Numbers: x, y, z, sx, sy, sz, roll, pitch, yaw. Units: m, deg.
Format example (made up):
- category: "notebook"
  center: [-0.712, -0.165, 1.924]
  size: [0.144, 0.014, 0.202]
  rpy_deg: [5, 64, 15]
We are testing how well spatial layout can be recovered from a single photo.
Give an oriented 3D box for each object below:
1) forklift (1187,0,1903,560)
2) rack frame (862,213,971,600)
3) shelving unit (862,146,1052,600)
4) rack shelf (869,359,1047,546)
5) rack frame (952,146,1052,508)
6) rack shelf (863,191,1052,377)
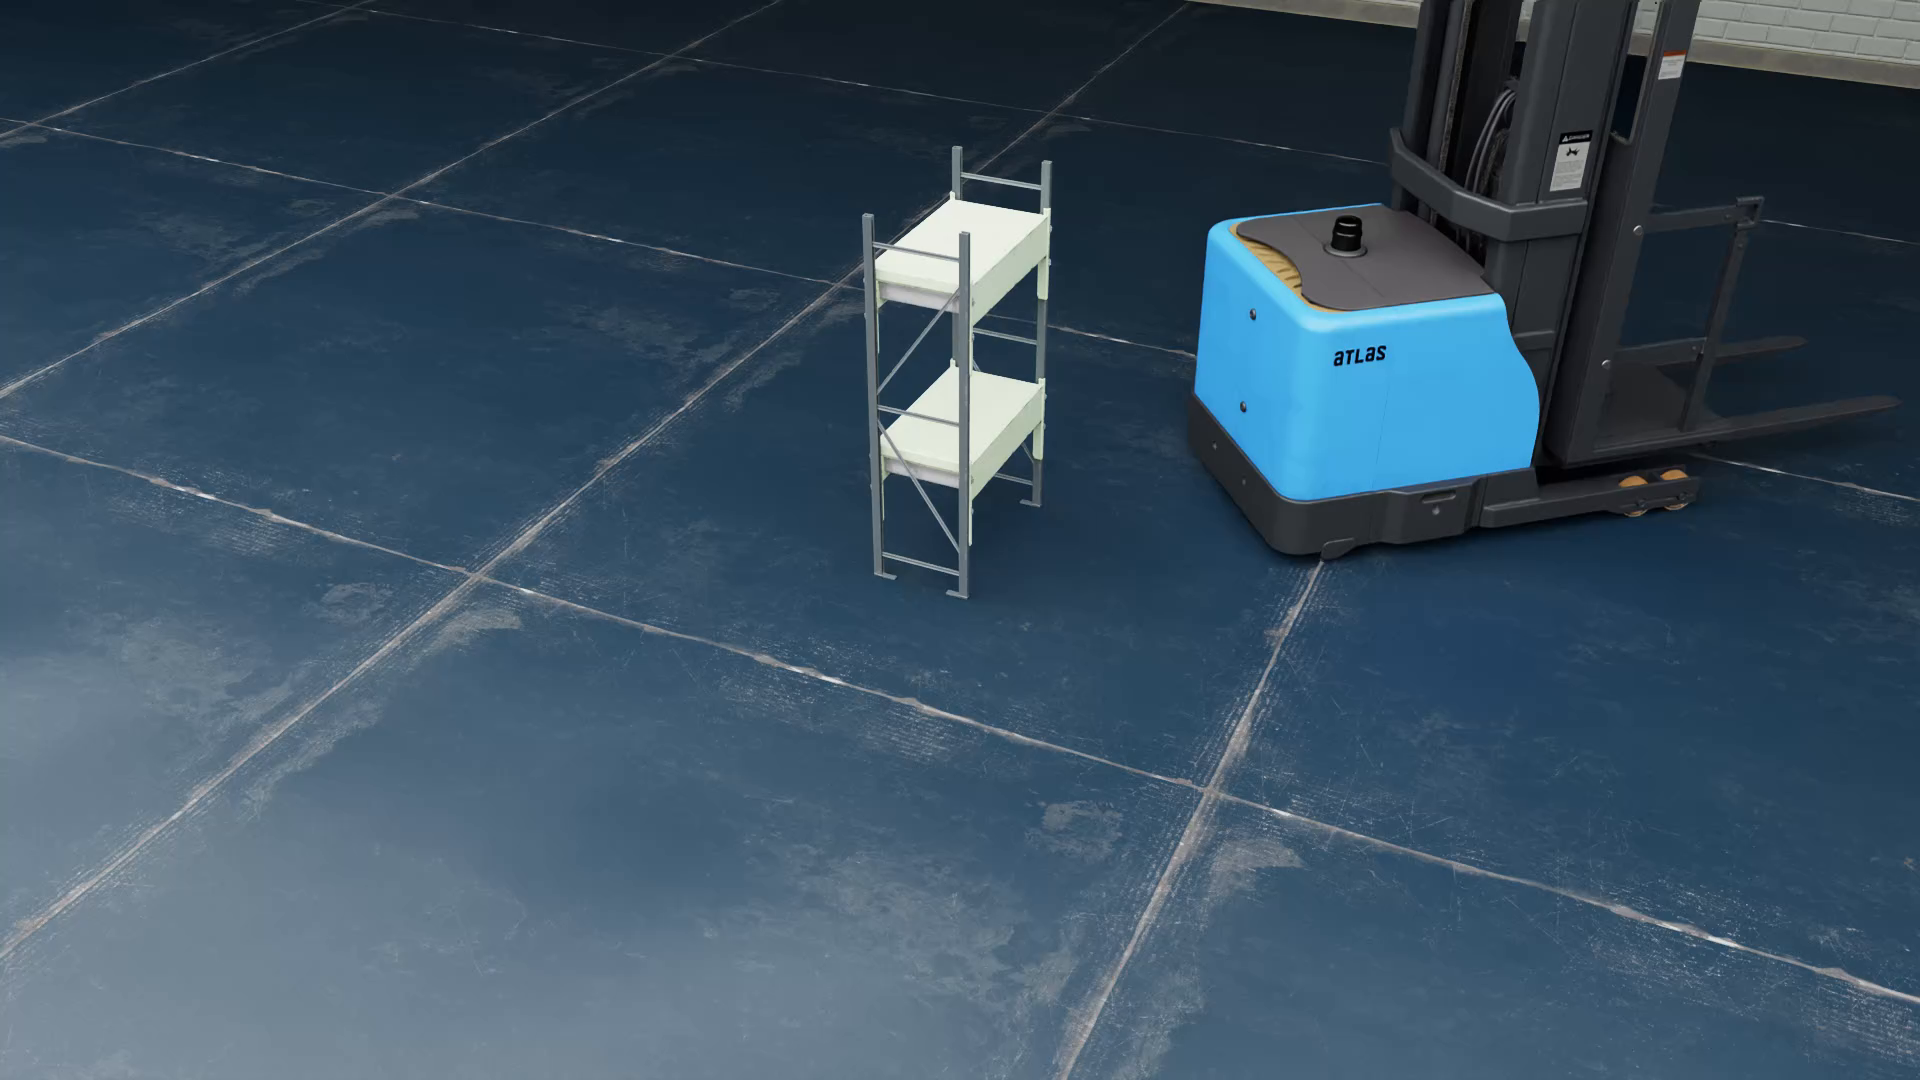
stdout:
- category: "forklift"
  center: [2.570, -1.592, 6.505]
  size: [3.031, 2.935, 1.130]
  rpy_deg: [-9, 34, -13]
- category: "rack frame"
  center: [-0.150, -0.448, 6.066]
  size: [0.400, 1.500, 0.023]
  rpy_deg: [14, 36, 20]
- category: "shelving unit"
  center: [0.003, -0.631, 6.344]
  size: [0.431, 1.500, 0.755]
  rpy_deg: [14, 36, 20]
- category: "rack shelf"
  center: [0.003, -0.358, 6.523]
  size: [0.431, 0.370, 0.720]
  rpy_deg: [14, 36, 20]
- category: "rack frame"
  center: [0.156, -0.813, 6.622]
  size: [0.400, 1.500, 0.023]
  rpy_deg: [14, 36, 20]
- category: "rack shelf"
  center: [0.003, -0.957, 6.130]
  size: [0.431, 0.370, 0.720]
  rpy_deg: [14, 36, 20]
